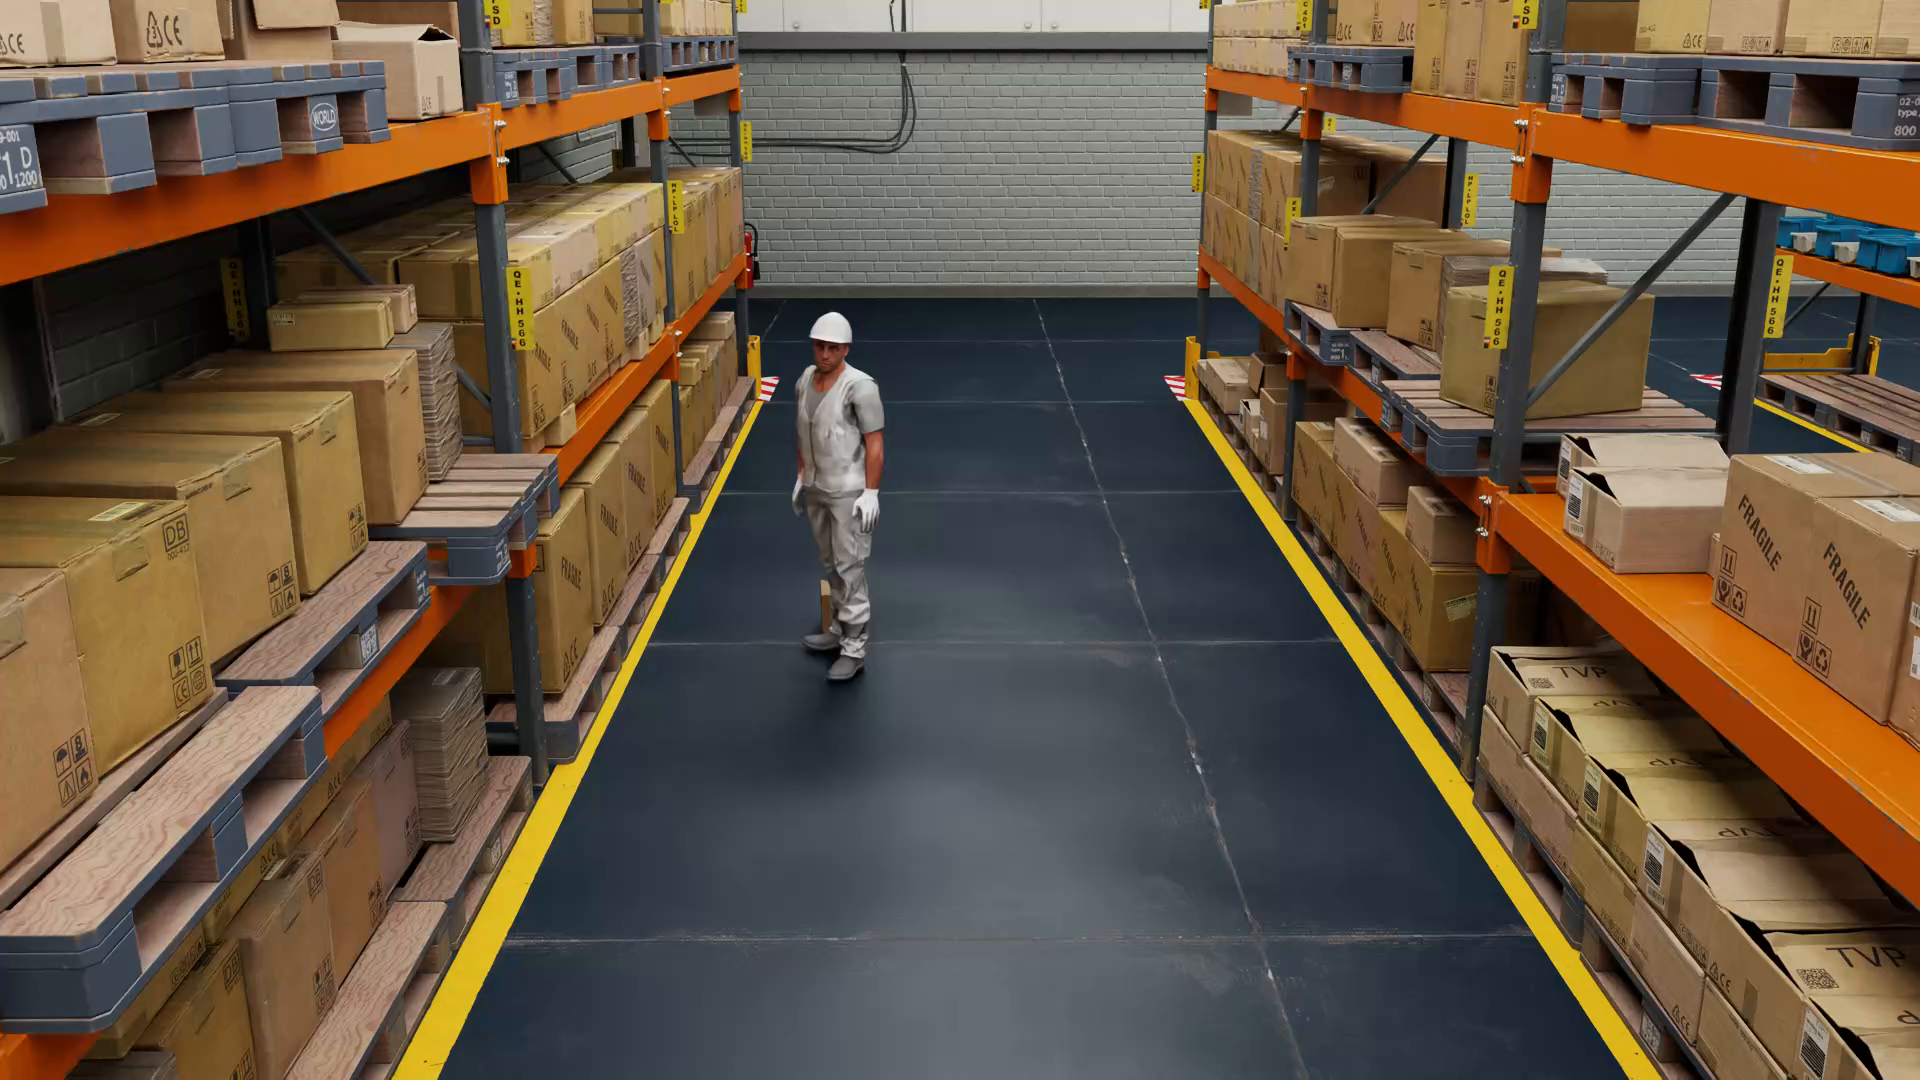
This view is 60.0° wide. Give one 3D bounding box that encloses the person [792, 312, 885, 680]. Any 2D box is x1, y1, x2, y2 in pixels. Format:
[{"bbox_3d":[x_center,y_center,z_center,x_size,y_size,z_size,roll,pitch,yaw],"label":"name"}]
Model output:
[{"bbox_3d":[-0.614,-0.235,8.200,0.476,1.791,0.573,-16,23,-42],"label":"person"}]
